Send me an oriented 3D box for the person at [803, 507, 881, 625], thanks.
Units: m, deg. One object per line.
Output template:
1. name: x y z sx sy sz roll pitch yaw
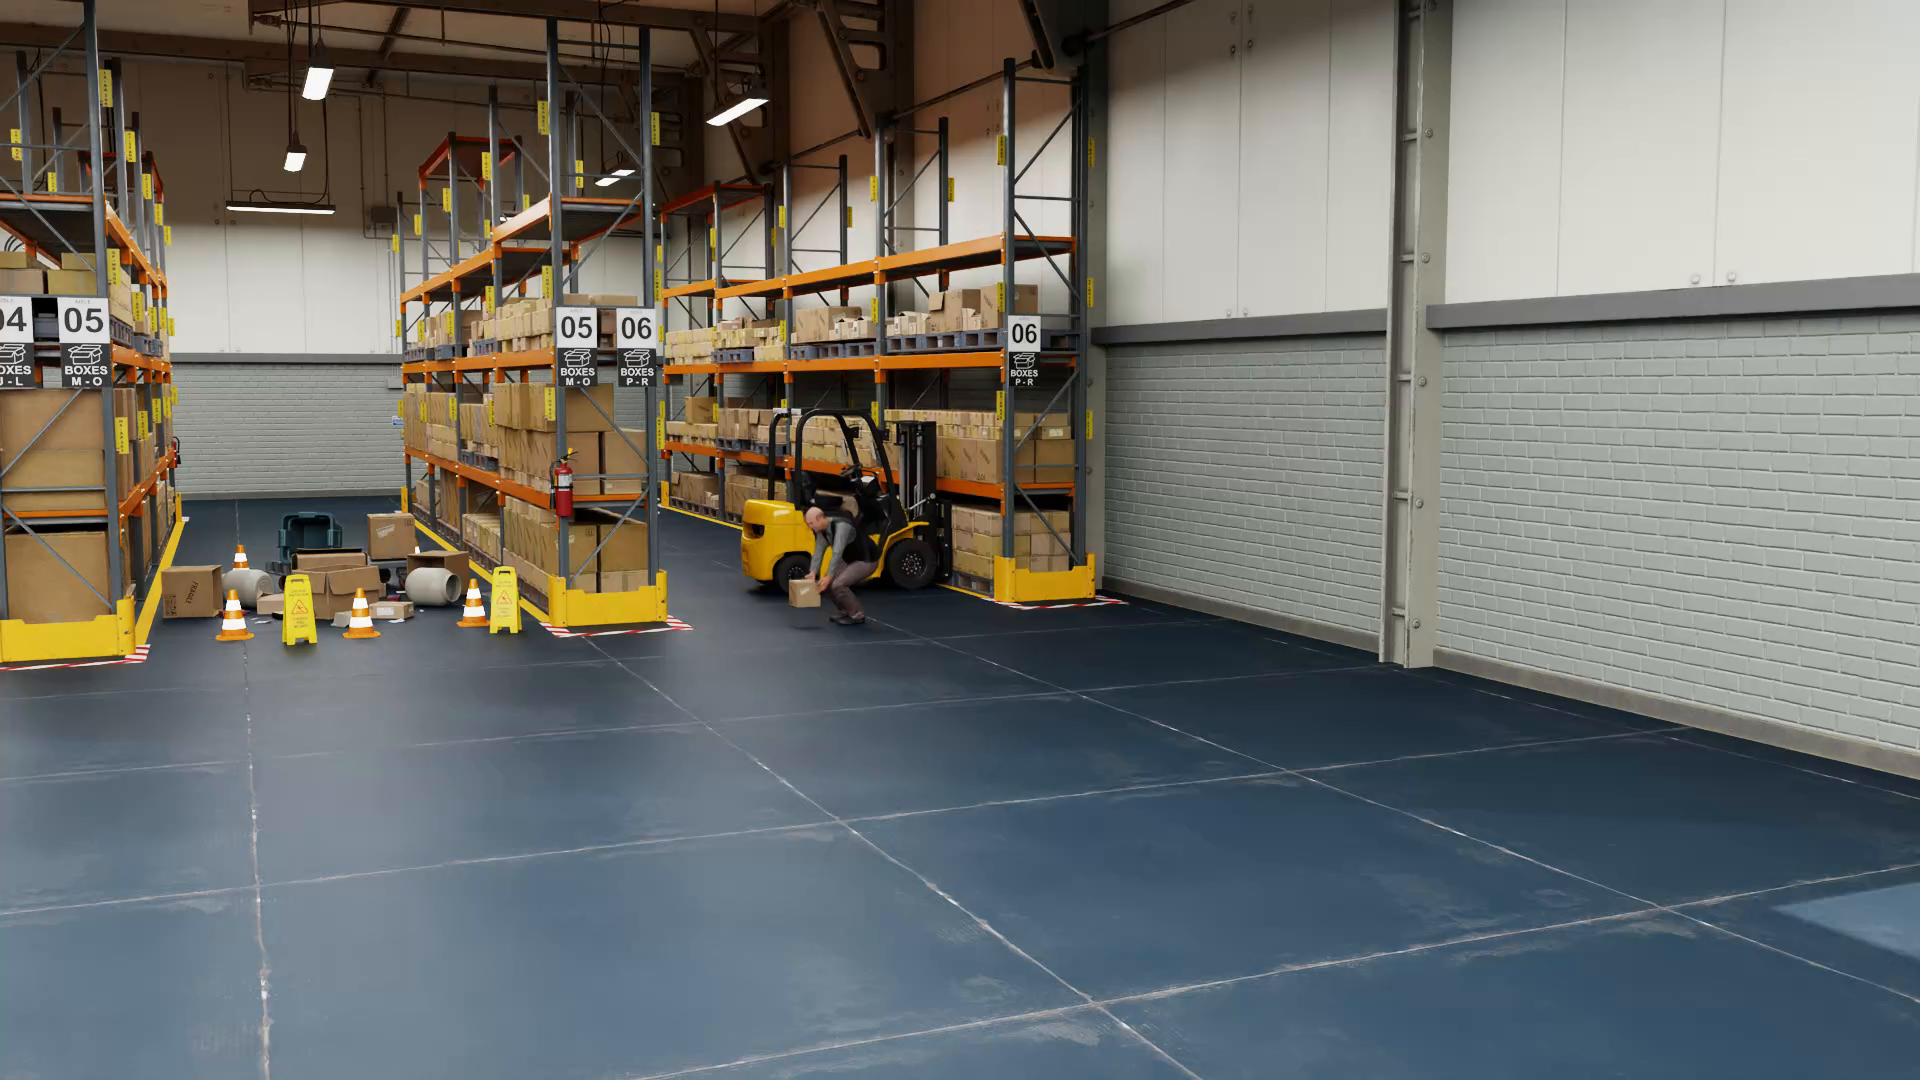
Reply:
1. person: -1.197 0.258 16.958 0.798 1.198 0.579 -2 6 -24
